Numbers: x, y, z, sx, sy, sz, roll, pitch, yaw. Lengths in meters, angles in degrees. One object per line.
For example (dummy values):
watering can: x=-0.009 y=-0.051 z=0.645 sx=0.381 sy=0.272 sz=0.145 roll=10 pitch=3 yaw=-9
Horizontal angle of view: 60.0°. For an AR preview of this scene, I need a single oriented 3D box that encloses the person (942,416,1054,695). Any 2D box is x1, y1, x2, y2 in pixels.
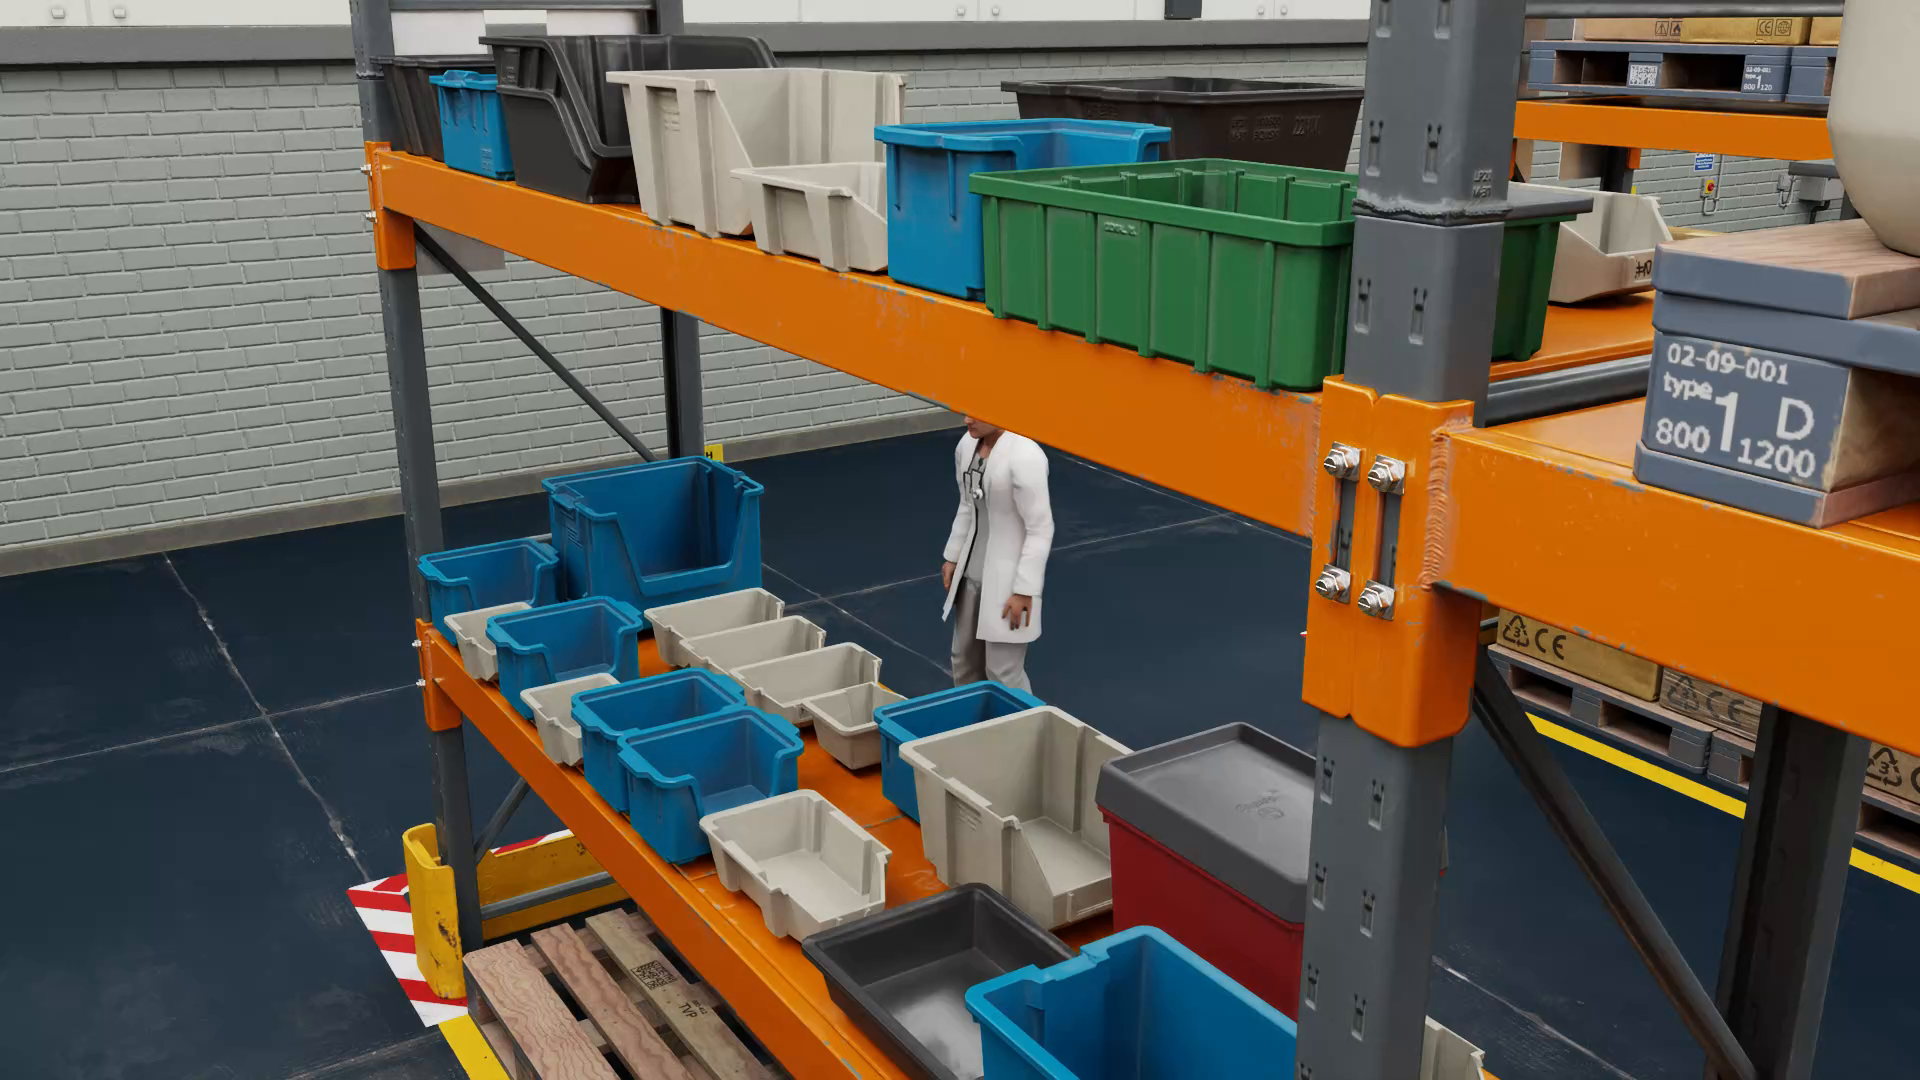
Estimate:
person: x=0.145 y=0.219 z=7.082 sx=0.423 sy=1.661 sz=0.643 roll=-11 pitch=21 yaw=-31
